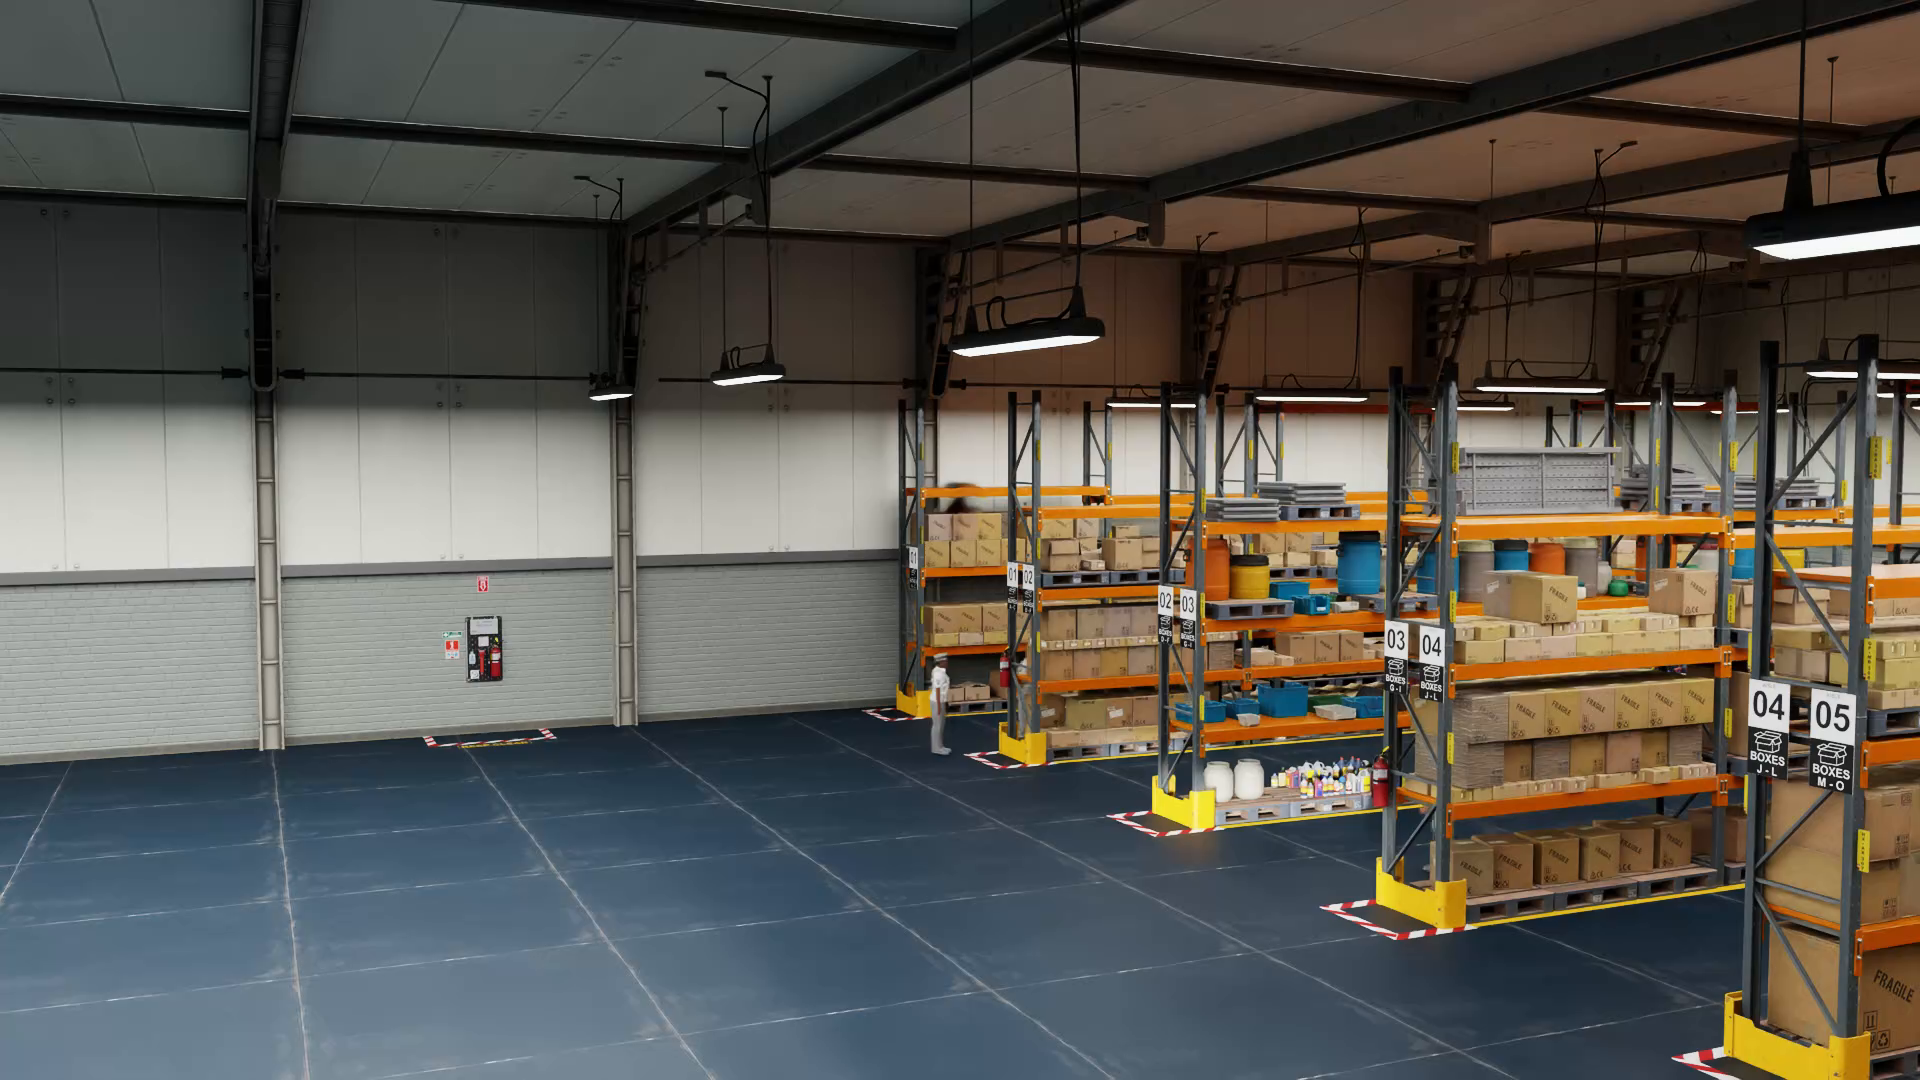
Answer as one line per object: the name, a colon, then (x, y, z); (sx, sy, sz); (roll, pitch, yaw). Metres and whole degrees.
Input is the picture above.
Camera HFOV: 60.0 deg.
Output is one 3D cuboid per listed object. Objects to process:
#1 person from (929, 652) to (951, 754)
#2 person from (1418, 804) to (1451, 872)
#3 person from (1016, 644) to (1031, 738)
person: (-0.331, 2.701, 27.568); (0.349, 1.683, 0.450); (0, 3, 7)
person: (5.799, 3.132, 20.103); (0.479, 1.806, 0.650); (1, 4, 18)
person: (1.166, 2.630, 29.155); (0.549, 1.695, 0.510); (2, 4, 26)
